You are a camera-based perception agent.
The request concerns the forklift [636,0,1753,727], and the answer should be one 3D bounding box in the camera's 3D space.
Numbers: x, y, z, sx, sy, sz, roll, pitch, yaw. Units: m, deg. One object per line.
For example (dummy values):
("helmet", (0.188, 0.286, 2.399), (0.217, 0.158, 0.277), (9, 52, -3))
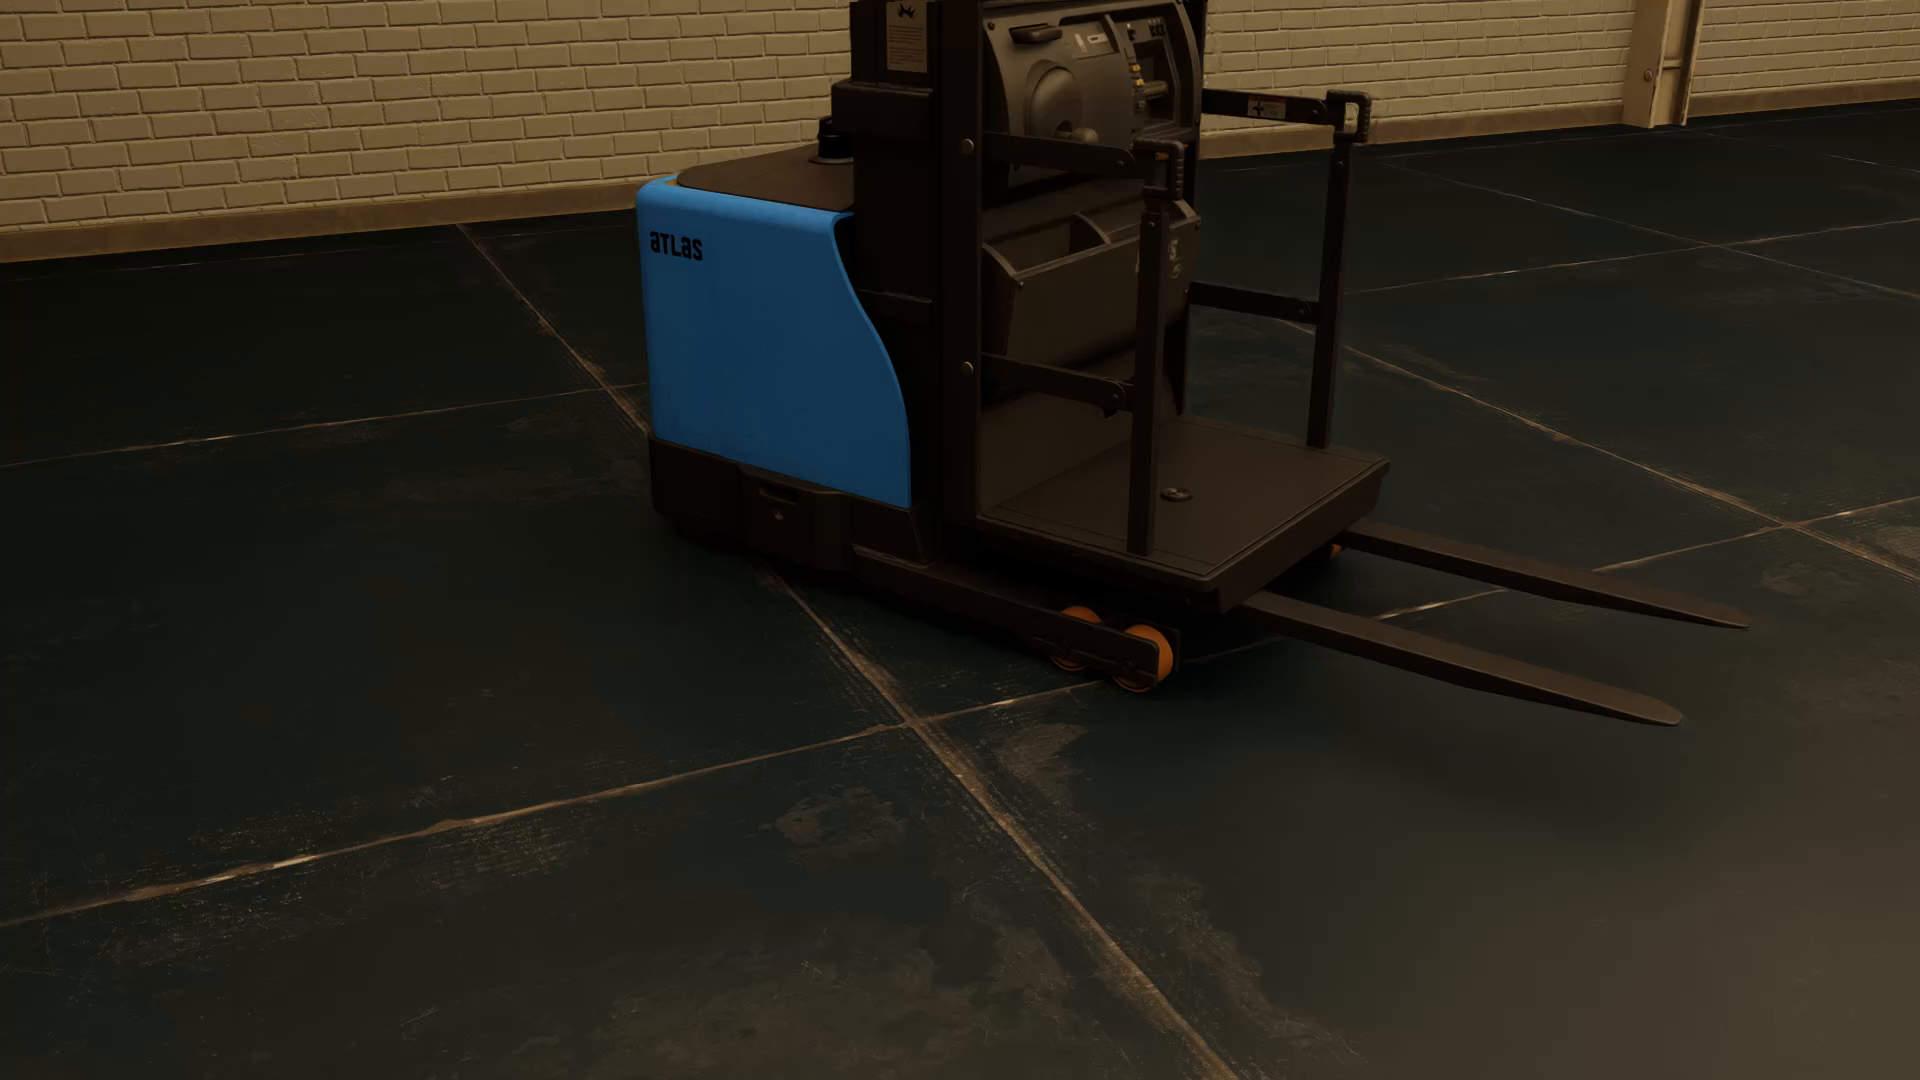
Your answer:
("forklift", (0.528, -1.201, 4.178), (3.031, 2.935, 1.130), (16, 27, 34))
